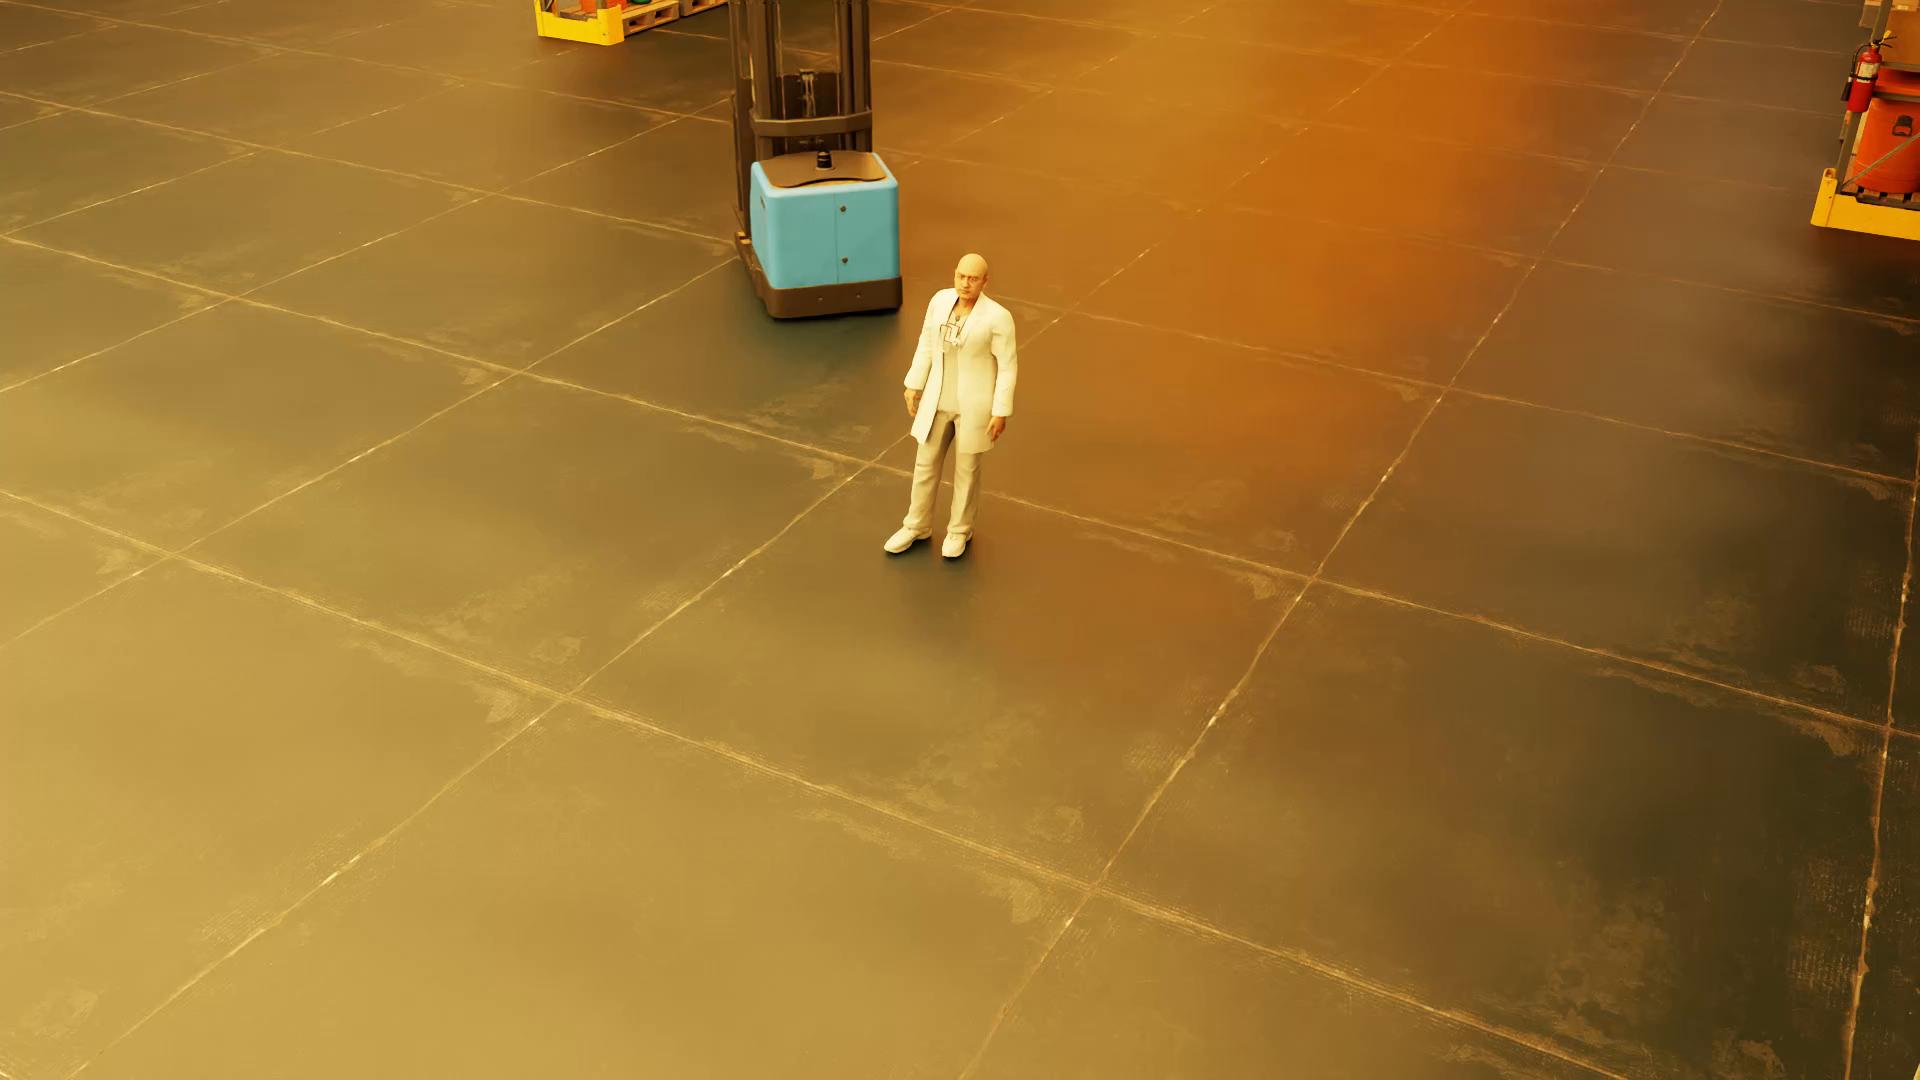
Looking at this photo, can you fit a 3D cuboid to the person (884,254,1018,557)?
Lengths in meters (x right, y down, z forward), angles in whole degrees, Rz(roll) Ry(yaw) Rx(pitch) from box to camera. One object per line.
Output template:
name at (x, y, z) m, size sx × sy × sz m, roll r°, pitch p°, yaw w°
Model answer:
person at (-0.048, -0.737, 9.487) m, size 0.696 × 1.778 × 0.578 m, roll 15°, pitch 33°, yaw 25°

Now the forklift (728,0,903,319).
forklift at (-1.316, -3.699, 13.480) m, size 1.130 × 2.935 × 3.031 m, roll -7°, pitch 31°, yaw -13°
